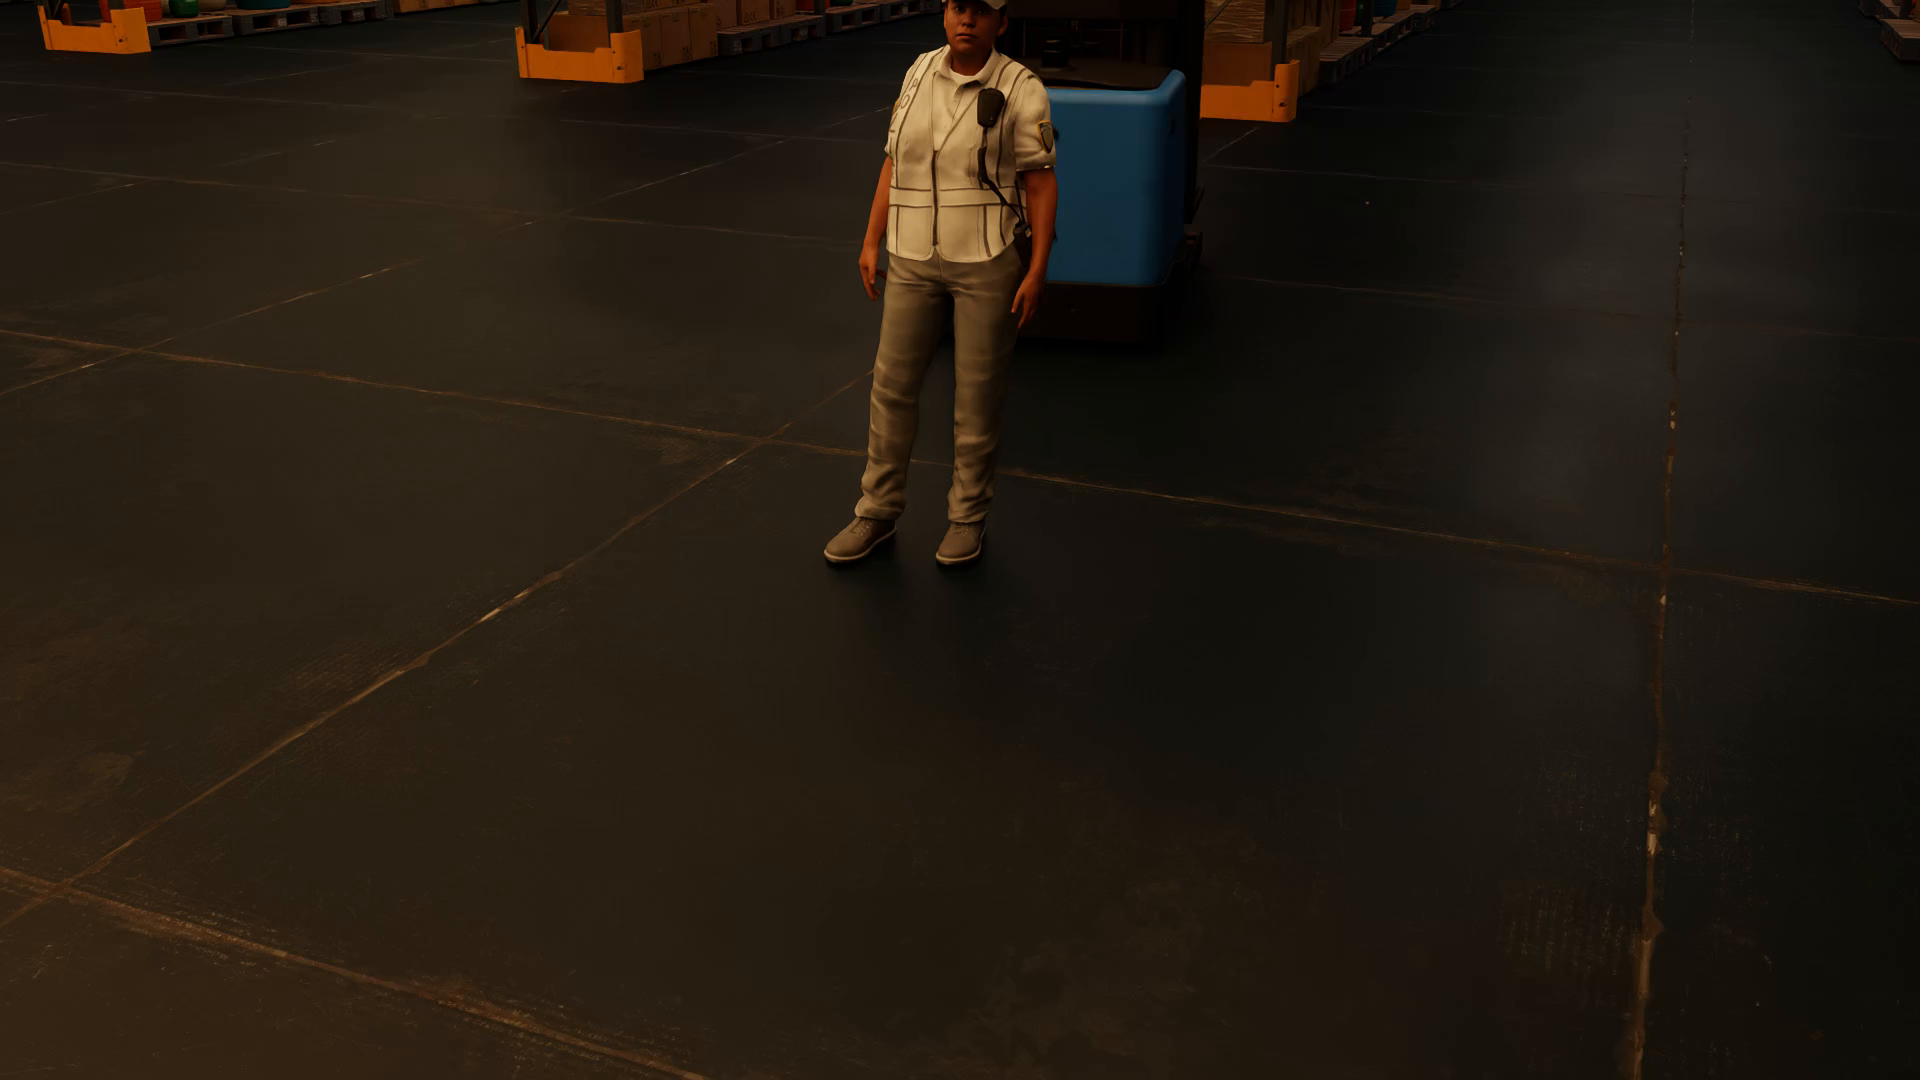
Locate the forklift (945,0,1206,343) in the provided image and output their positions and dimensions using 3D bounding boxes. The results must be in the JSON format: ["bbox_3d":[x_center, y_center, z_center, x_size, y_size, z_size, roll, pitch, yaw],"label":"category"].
[{"bbox_3d":[0.622,-2.699,7.750,1.130,2.935,3.031,5,23,11],"label":"forklift"}]

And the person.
[{"bbox_3d":[-0.050,-0.753,4.711,0.598,1.670,0.529,9,24,21],"label":"person"}]
